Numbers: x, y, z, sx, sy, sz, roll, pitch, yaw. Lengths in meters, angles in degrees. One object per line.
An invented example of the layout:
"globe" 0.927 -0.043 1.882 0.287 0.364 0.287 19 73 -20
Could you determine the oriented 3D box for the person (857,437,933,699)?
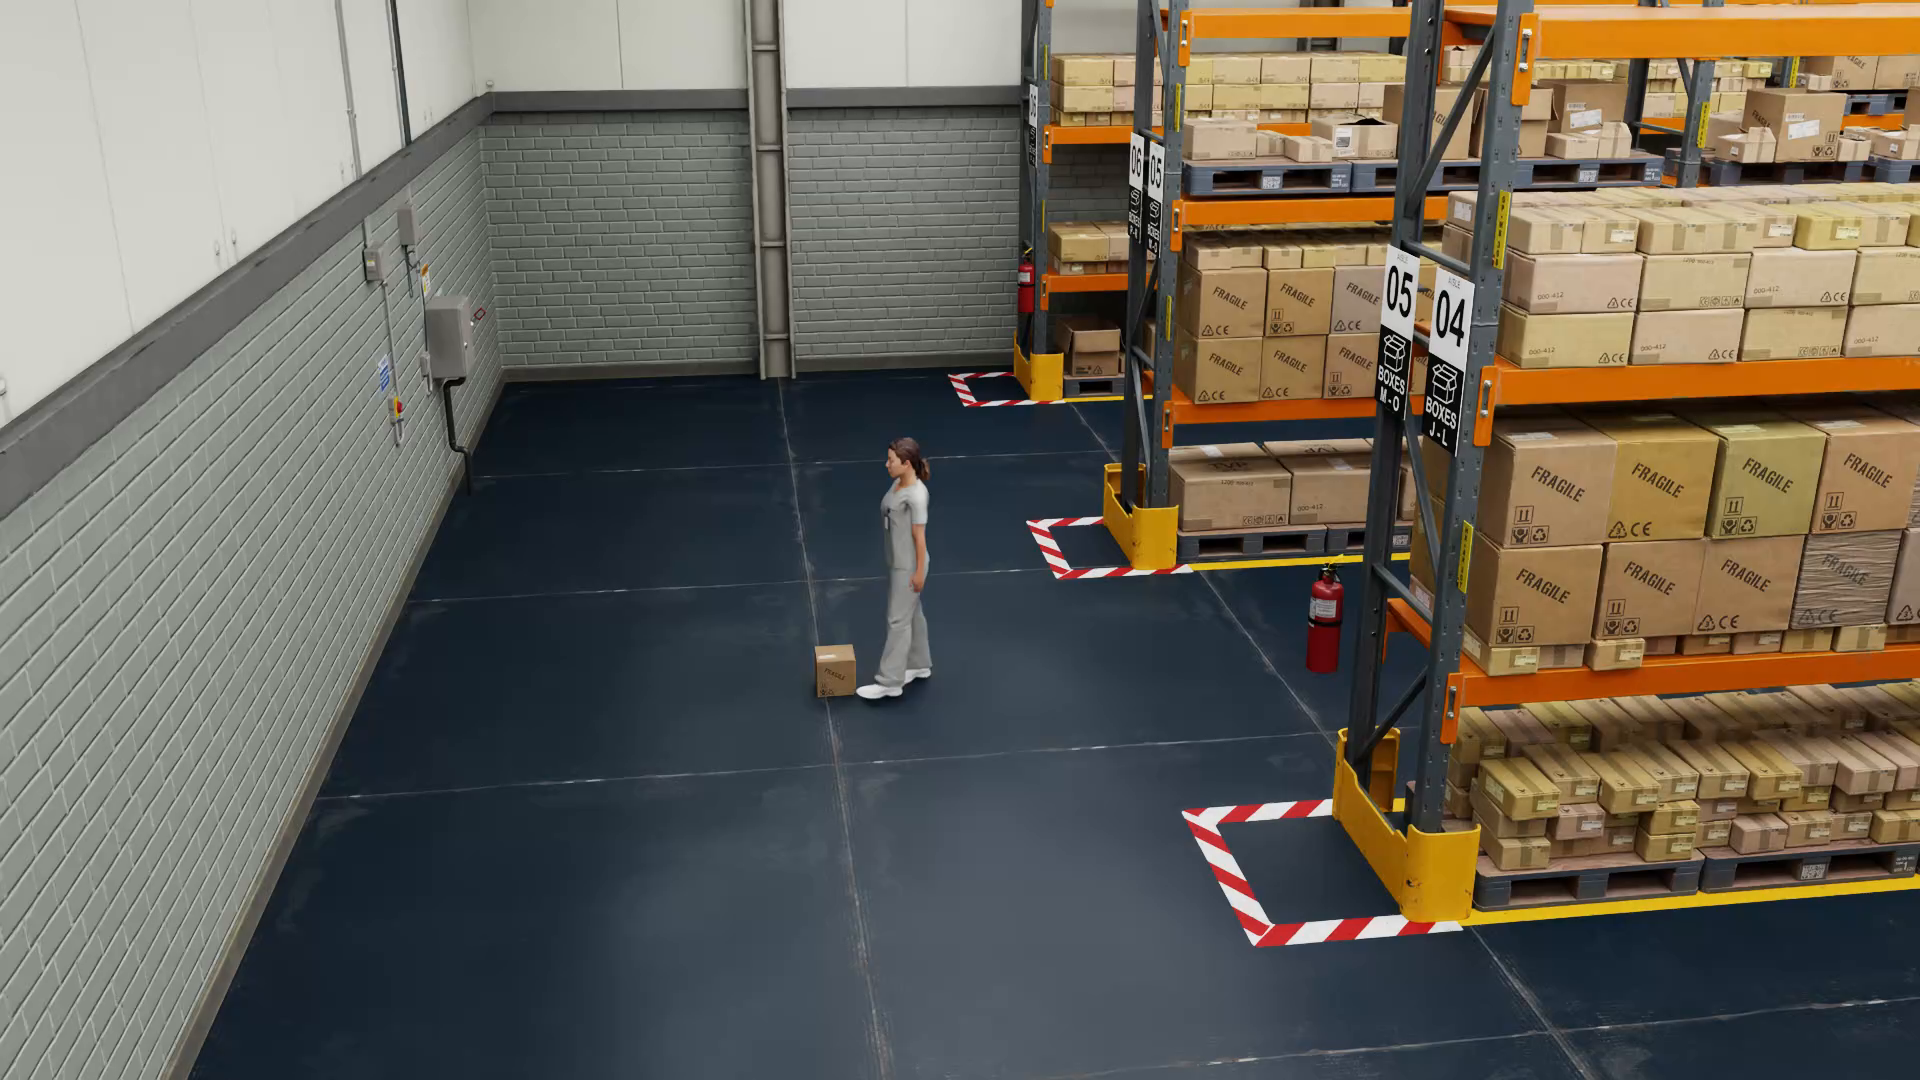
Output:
"person" -0.434 0.163 10.611 0.576 1.670 0.459 -6 21 -17
